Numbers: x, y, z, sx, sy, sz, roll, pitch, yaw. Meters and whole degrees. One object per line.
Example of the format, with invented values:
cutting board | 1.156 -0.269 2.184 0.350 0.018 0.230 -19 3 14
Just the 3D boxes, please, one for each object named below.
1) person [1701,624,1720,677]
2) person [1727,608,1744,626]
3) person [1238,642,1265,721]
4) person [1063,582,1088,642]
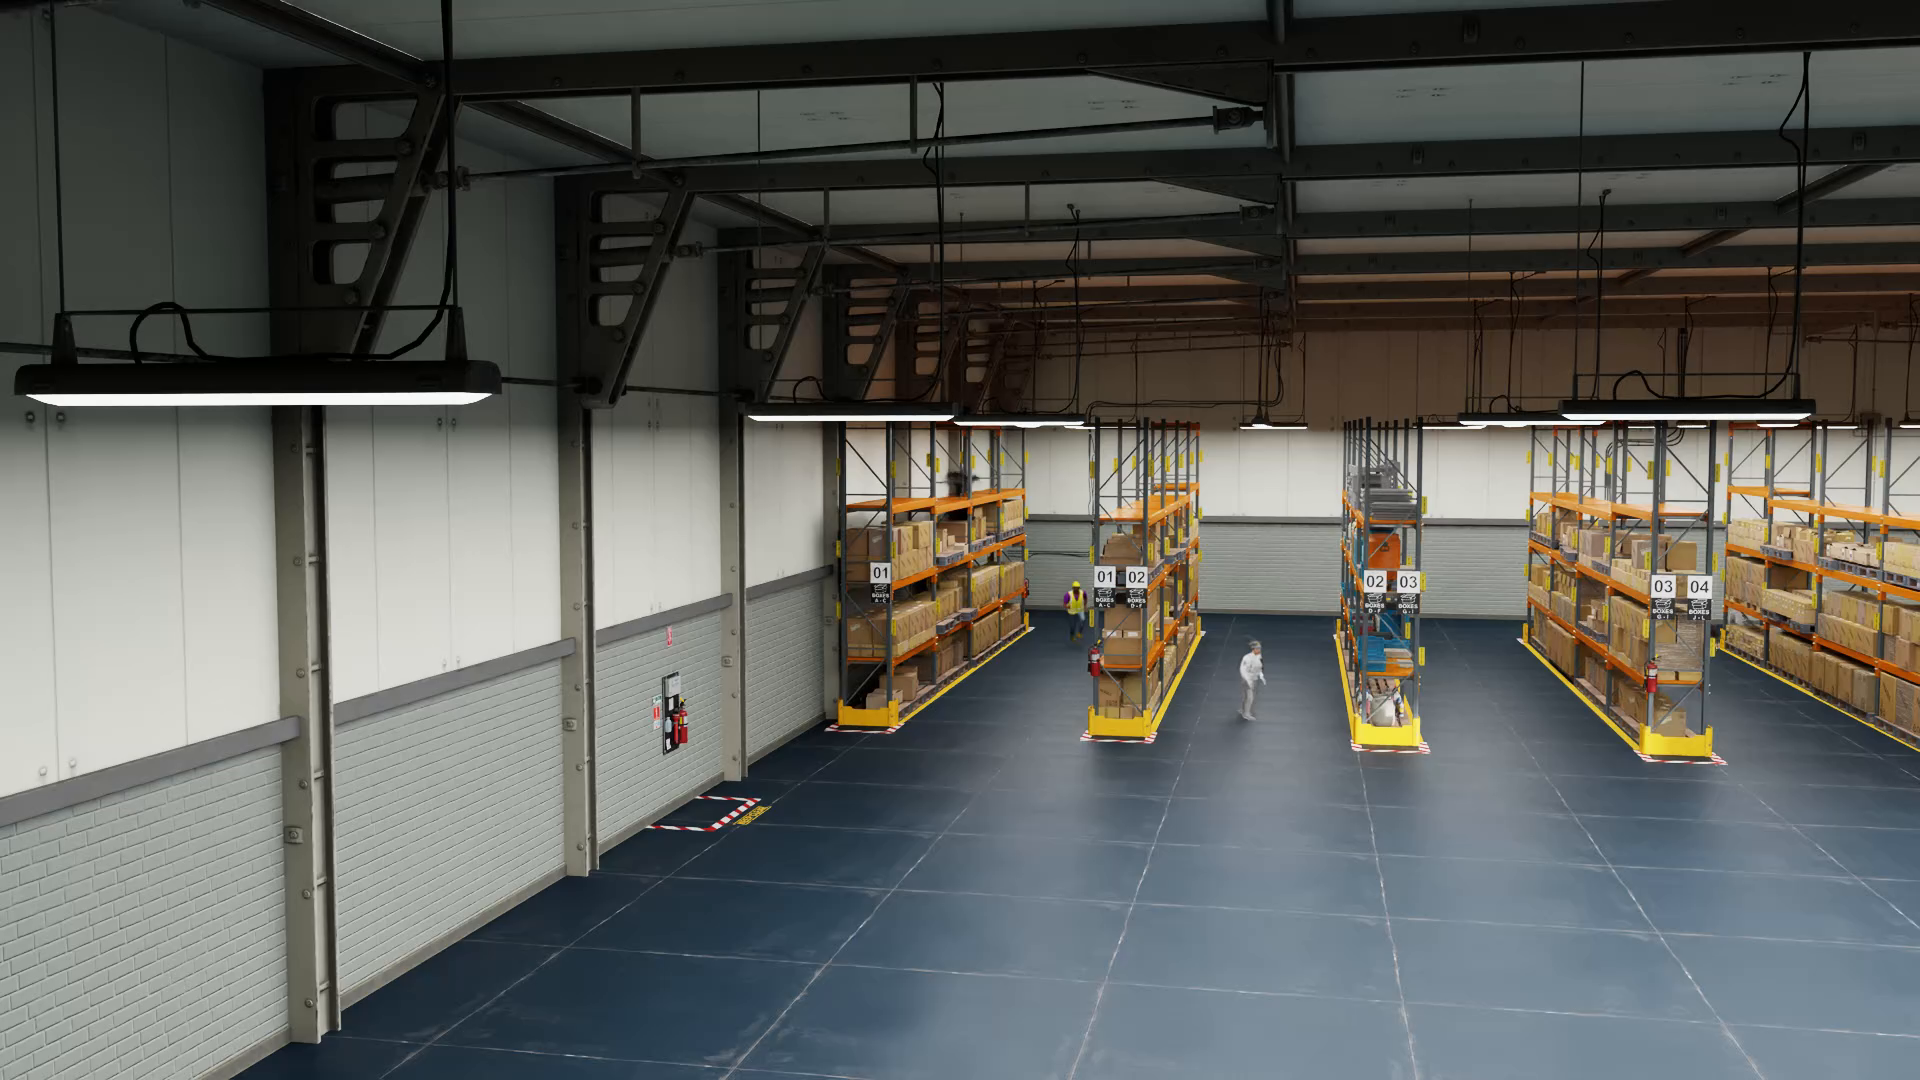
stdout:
person | 16.862 2.472 37.831 0.721 1.604 0.978 1 4 18
person | 21.124 1.912 45.170 0.670 1.767 0.637 0 4 -6
person | 5.725 2.789 33.054 0.612 1.624 0.766 -3 5 -37
person | 3.073 1.931 44.332 0.674 1.682 1.044 0 4 -1
